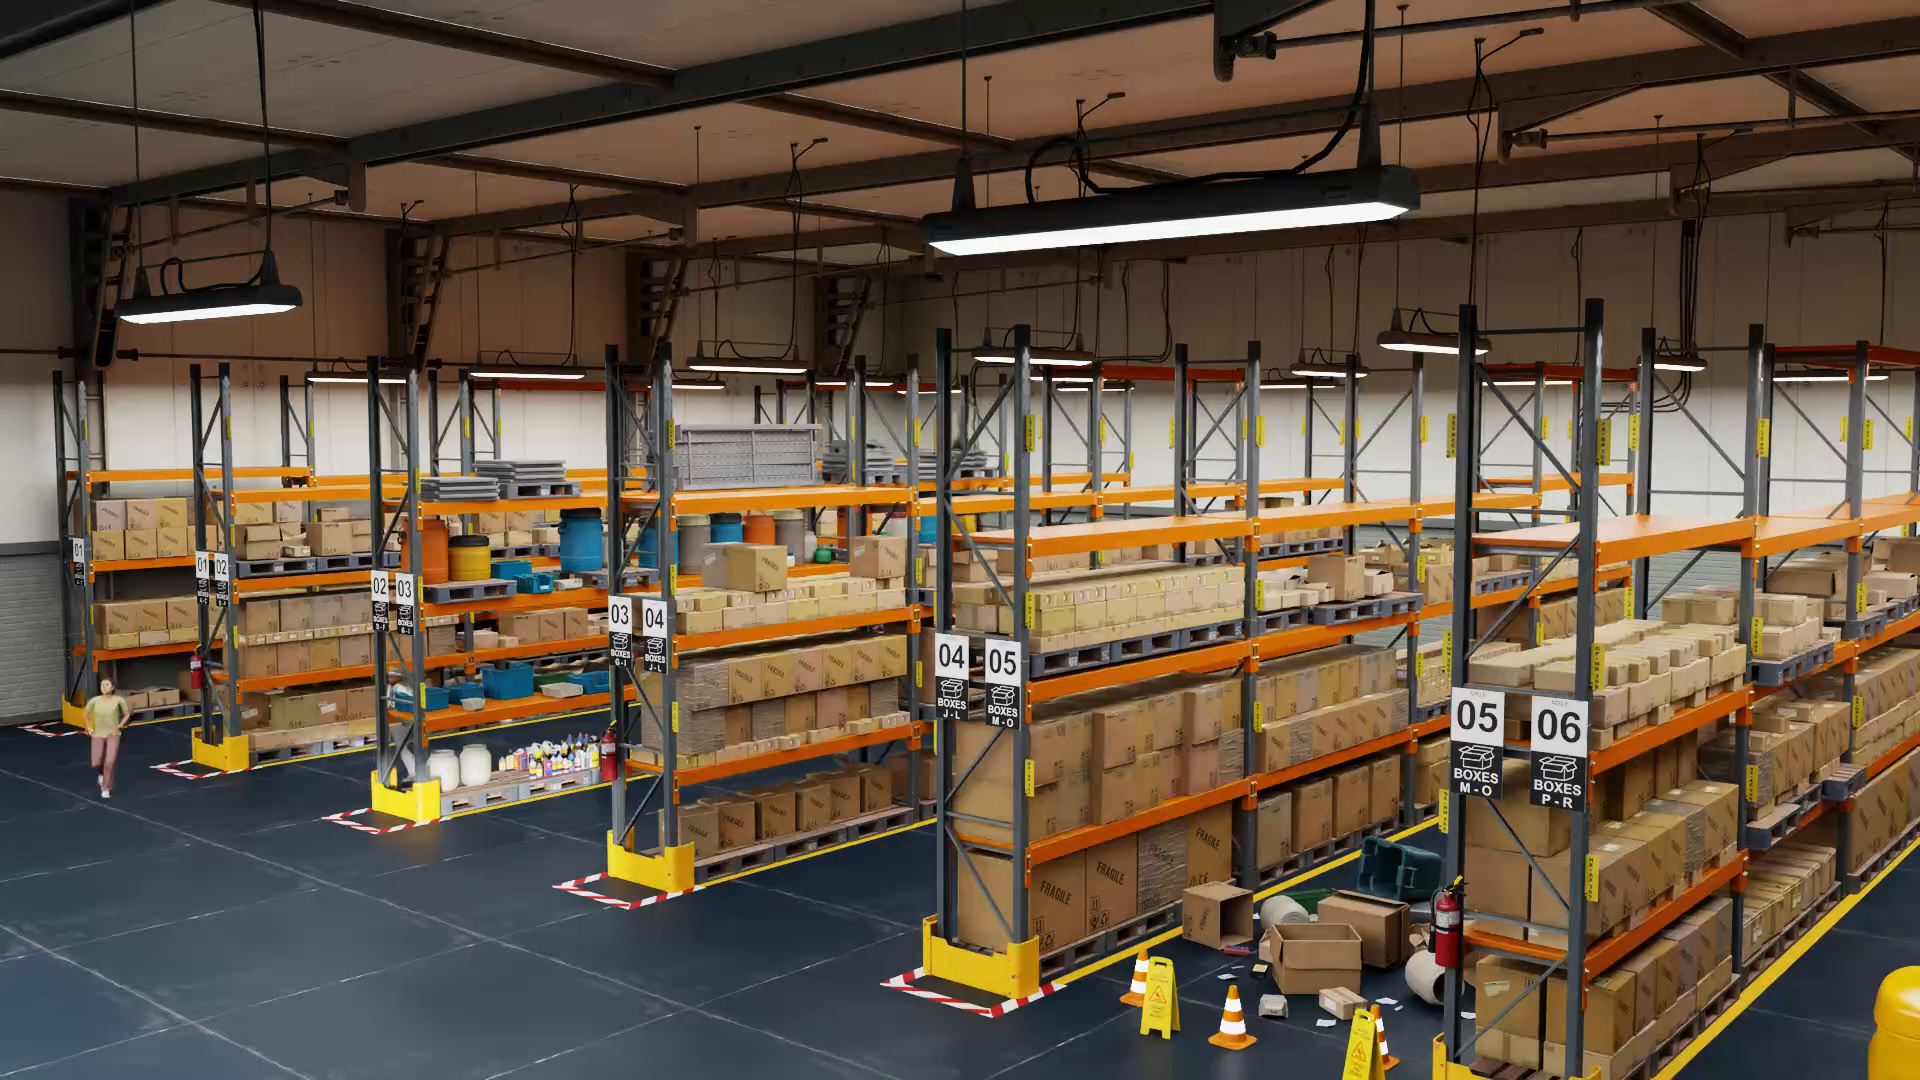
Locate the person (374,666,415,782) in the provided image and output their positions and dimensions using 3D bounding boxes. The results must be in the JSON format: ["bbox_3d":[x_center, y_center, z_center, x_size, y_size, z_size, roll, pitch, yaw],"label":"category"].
[{"bbox_3d":[-7.936,2.634,23.336,0.558,1.756,0.703,2,5,30],"label":"person"}]

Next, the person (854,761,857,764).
[{"bbox_3d":[-1.692,2.660,23.474,0.597,1.614,0.569,3,5,40],"label":"person"}]

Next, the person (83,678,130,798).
[{"bbox_3d":[-11.778,2.705,22.957,0.595,1.627,0.573,-2,4,-21],"label":"person"}]
